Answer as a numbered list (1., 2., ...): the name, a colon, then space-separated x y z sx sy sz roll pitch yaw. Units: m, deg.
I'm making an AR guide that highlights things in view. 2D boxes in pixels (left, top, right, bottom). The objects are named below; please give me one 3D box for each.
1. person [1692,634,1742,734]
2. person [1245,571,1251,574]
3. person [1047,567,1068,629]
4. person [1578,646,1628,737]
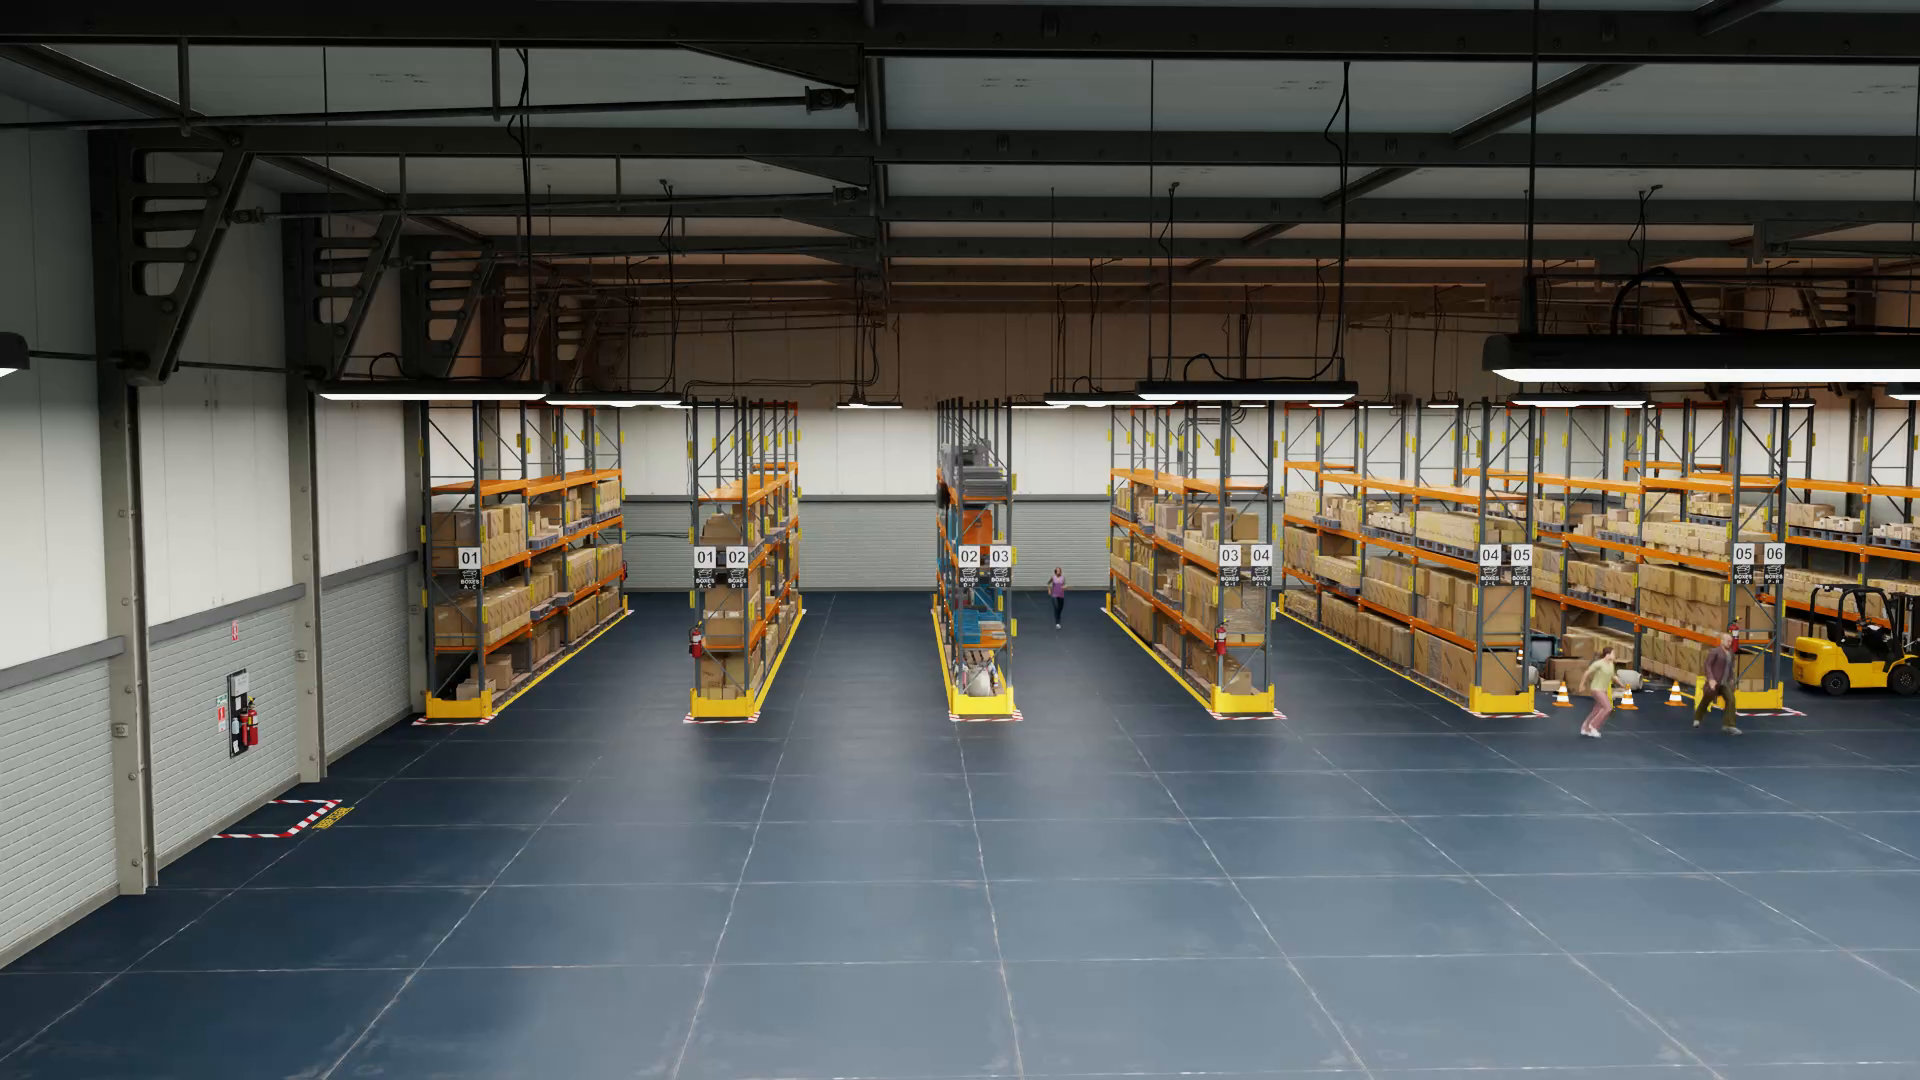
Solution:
1. person: 13.512 2.526 29.602 0.721 1.742 0.970 -2 5 -21
2. person: 8.054 1.389 45.703 0.576 1.663 0.688 0 4 2
3. person: 2.588 1.507 43.975 0.526 1.591 0.888 -1 4 -10
4. person: 11.264 2.651 29.116 0.550 1.615 0.736 -4 6 -40
